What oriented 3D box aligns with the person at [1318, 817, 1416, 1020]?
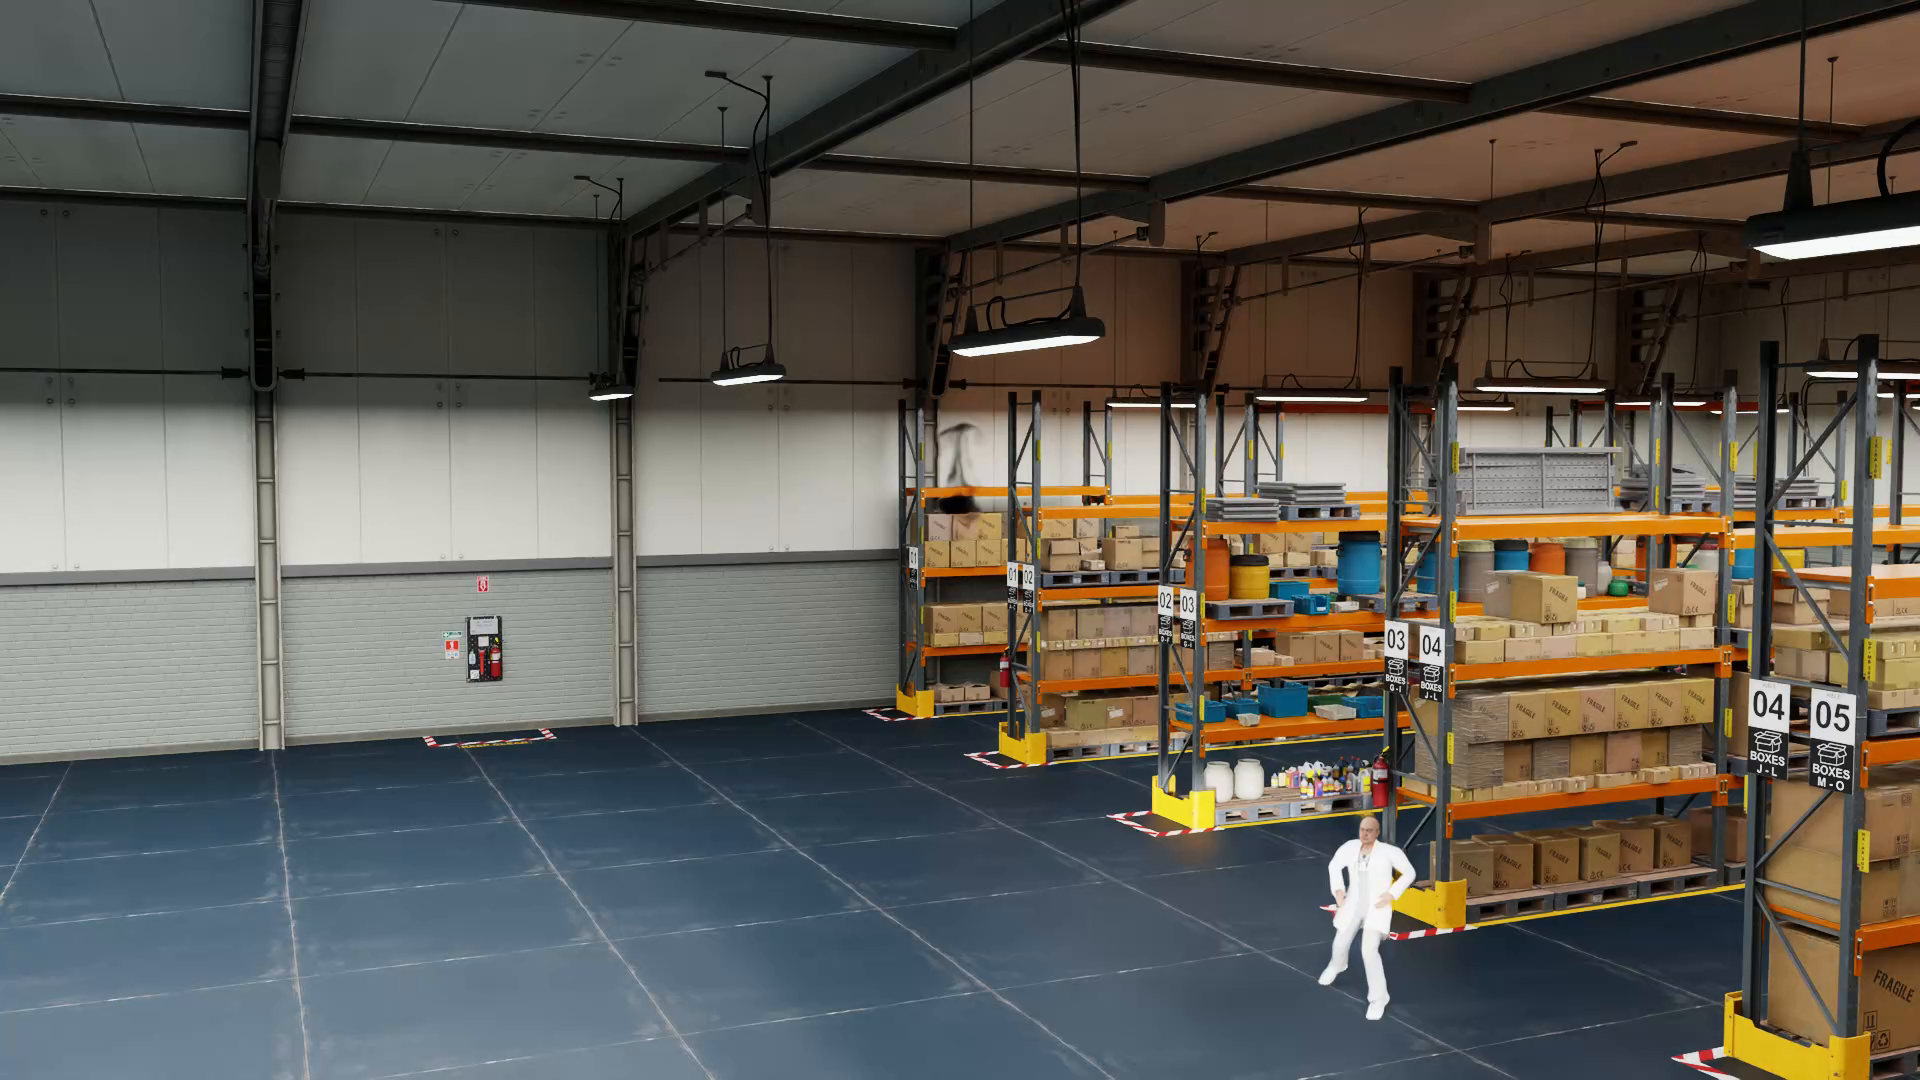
[{"bbox_3d":[3.708,3.409,15.311,0.937,1.779,0.832,2,4,33],"label":"person"}]
